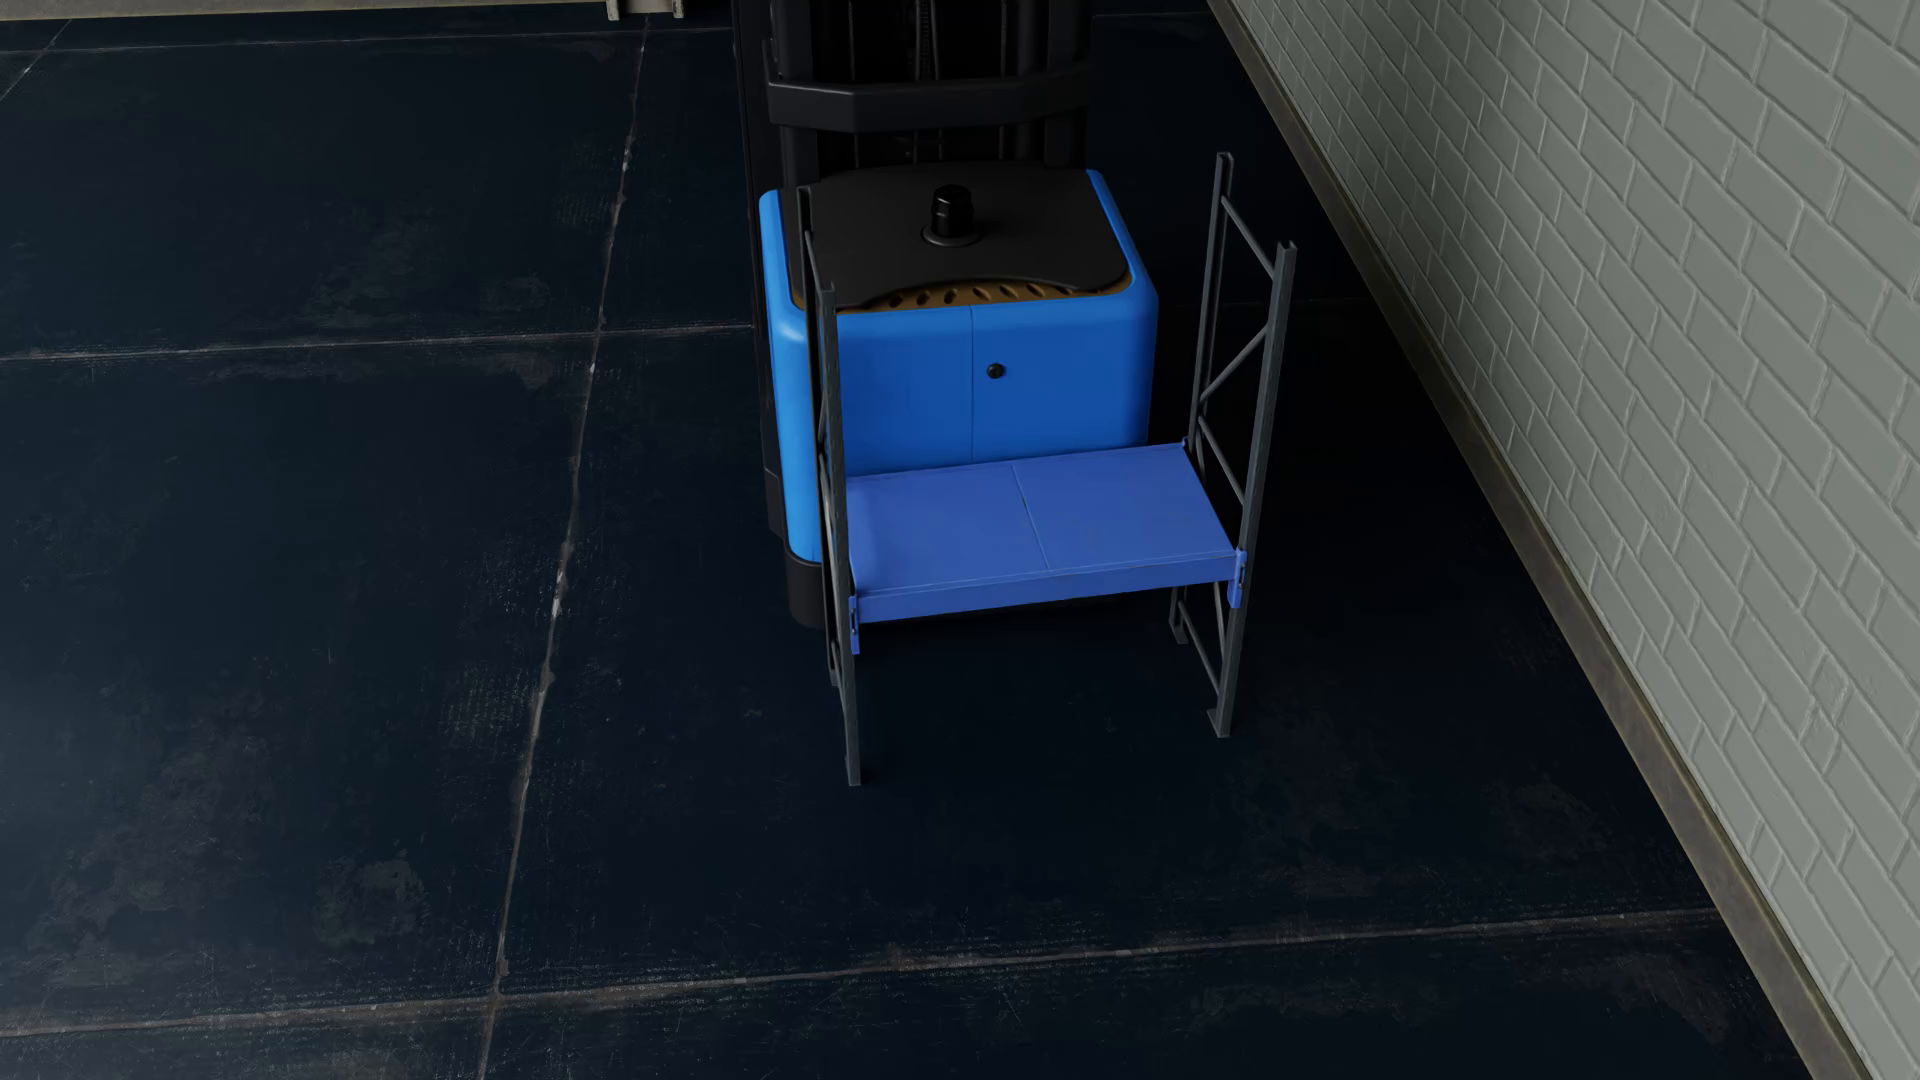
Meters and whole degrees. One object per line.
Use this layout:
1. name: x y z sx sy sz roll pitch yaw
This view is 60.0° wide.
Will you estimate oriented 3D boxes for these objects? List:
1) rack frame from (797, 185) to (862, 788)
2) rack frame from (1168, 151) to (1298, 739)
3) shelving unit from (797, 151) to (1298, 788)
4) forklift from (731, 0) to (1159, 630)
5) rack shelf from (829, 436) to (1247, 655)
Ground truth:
1. rack frame: -0.321 -0.085 4.146 0.032 1.500 0.500 -6 39 -8
2. rack frame: 0.679 -0.197 4.288 0.032 1.500 0.500 -6 39 -8
3. shelving unit: 0.179 -0.141 4.217 1.048 1.500 0.538 -6 39 -8
4. forklift: -0.178 -1.800 5.165 1.130 2.935 3.031 -5 39 -6
5. rack shelf: 0.179 0.001 4.329 1.000 0.185 0.538 -6 39 -8
